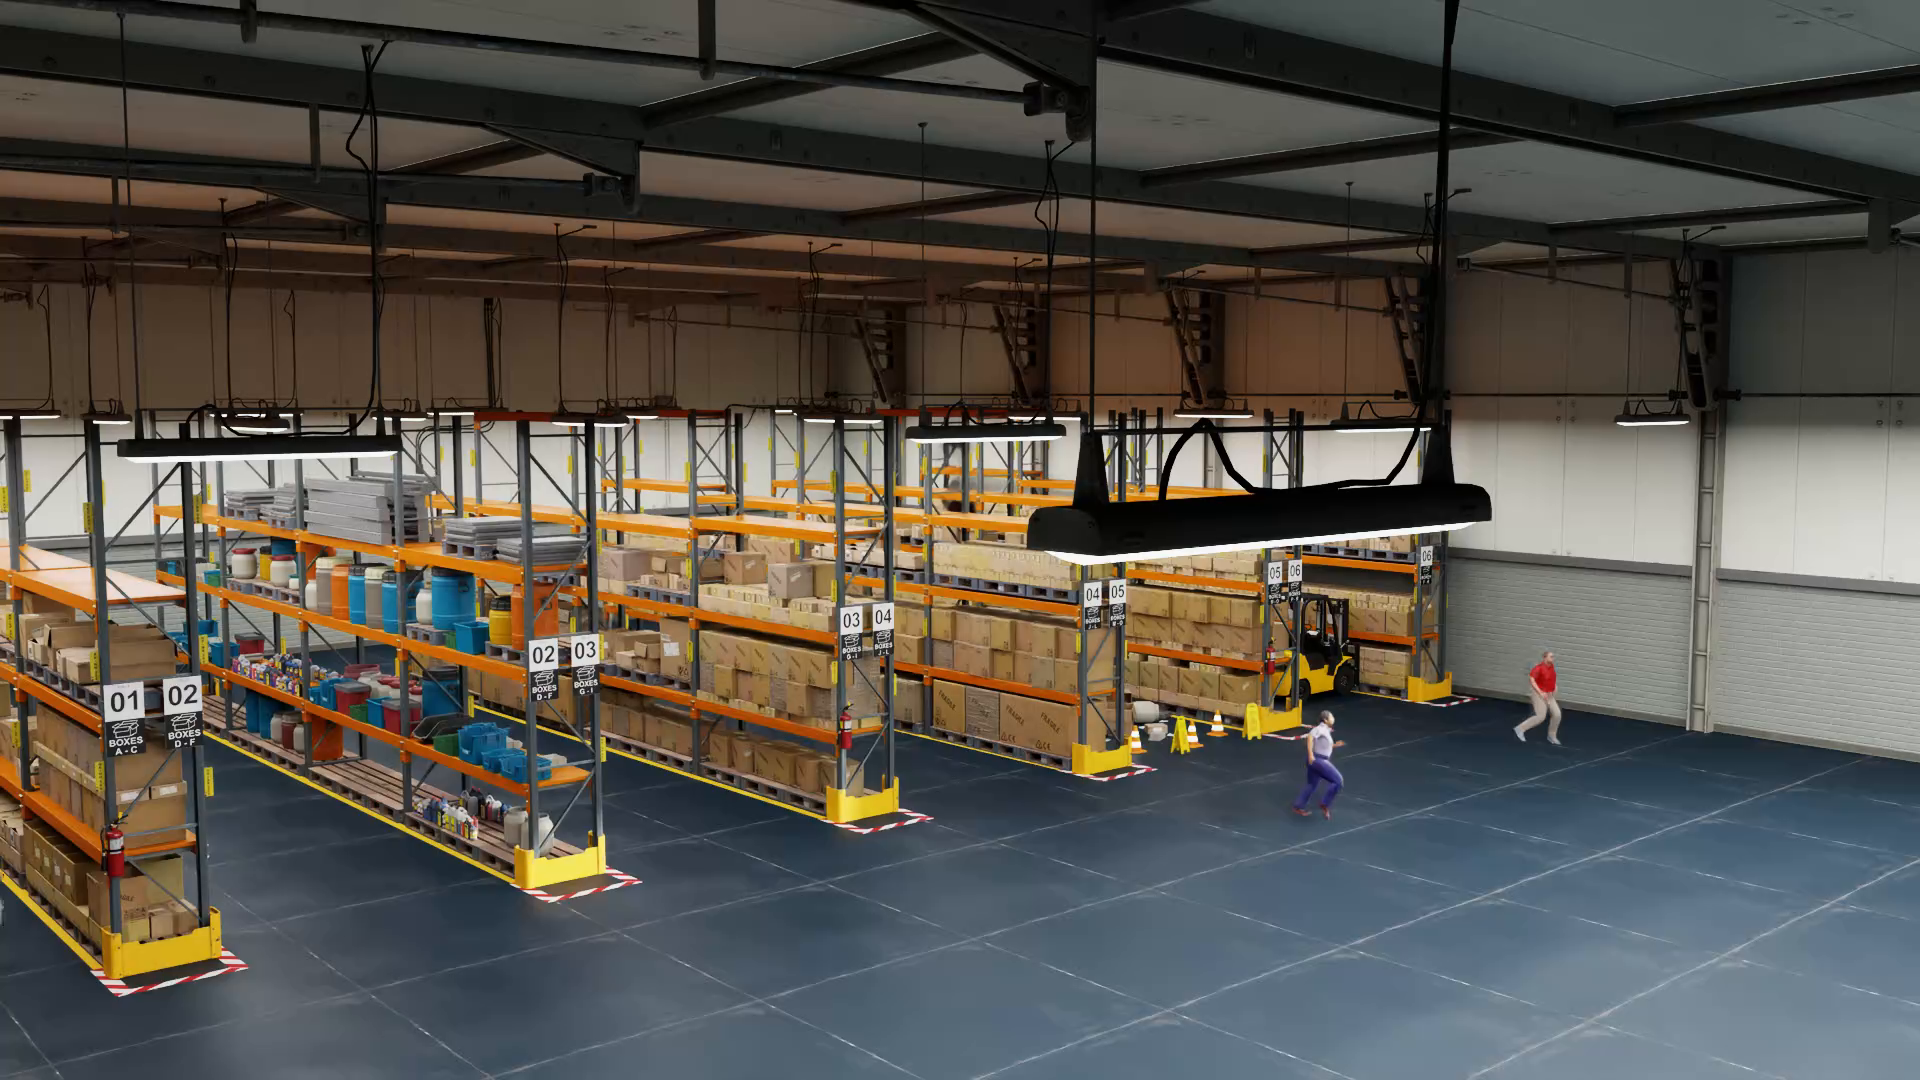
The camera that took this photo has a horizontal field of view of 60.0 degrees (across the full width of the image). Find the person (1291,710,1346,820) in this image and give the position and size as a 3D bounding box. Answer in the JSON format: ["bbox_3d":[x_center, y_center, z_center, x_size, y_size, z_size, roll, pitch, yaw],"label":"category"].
[{"bbox_3d":[5.344,3.346,24.740,0.784,1.644,0.630,0,5,5],"label":"person"}]

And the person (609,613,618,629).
[{"bbox_3d":[-8.692,1.831,41.949,0.544,1.739,0.856,1,5,12],"label":"person"}]

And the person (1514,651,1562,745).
[{"bbox_3d":[10.542,2.873,30.158,0.697,1.737,0.884,5,7,45],"label":"person"}]

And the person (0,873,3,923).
[{"bbox_3d":[-10.910,3.837,18.431,0.598,1.736,0.672,4,6,37],"label":"person"}]
